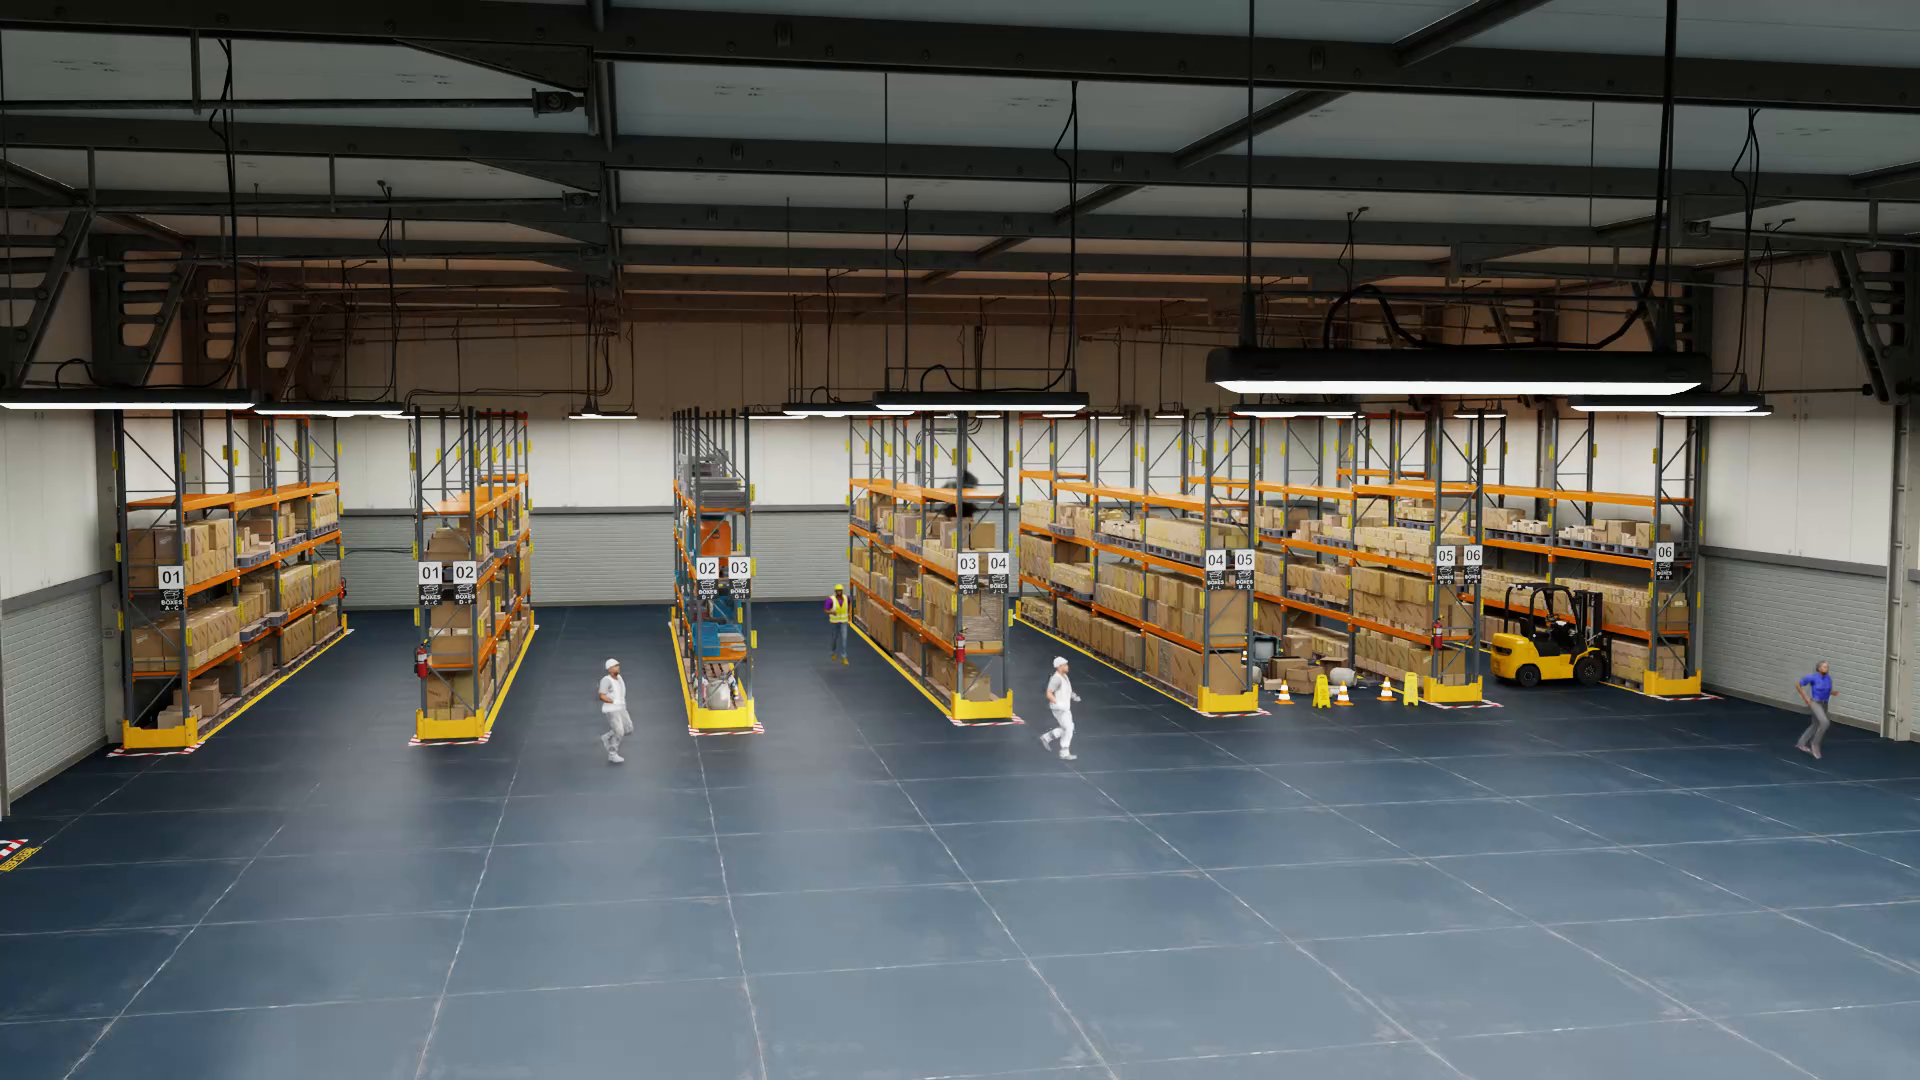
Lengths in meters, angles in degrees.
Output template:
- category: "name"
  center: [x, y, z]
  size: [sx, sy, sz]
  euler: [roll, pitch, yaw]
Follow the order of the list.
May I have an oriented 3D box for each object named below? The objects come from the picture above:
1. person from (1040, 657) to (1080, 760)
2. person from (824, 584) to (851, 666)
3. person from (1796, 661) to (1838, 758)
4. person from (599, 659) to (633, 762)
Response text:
- category: "person"
  center: [1.662, 2.848, 28.139]
  size: [0.692, 1.747, 0.651]
  euler: [1, 4, 20]
- category: "person"
  center: [-2.755, 1.886, 37.529]
  size: [0.640, 1.811, 0.842]
  euler: [-1, 4, -14]
- category: "person"
  center: [14.687, 2.888, 28.481]
  size: [0.560, 1.668, 0.748]
  euler: [-2, 4, -23]
- category: "person"
  center: [-5.831, 2.862, 28.031]
  size: [0.572, 1.733, 0.742]
  euler: [1, 4, 13]
